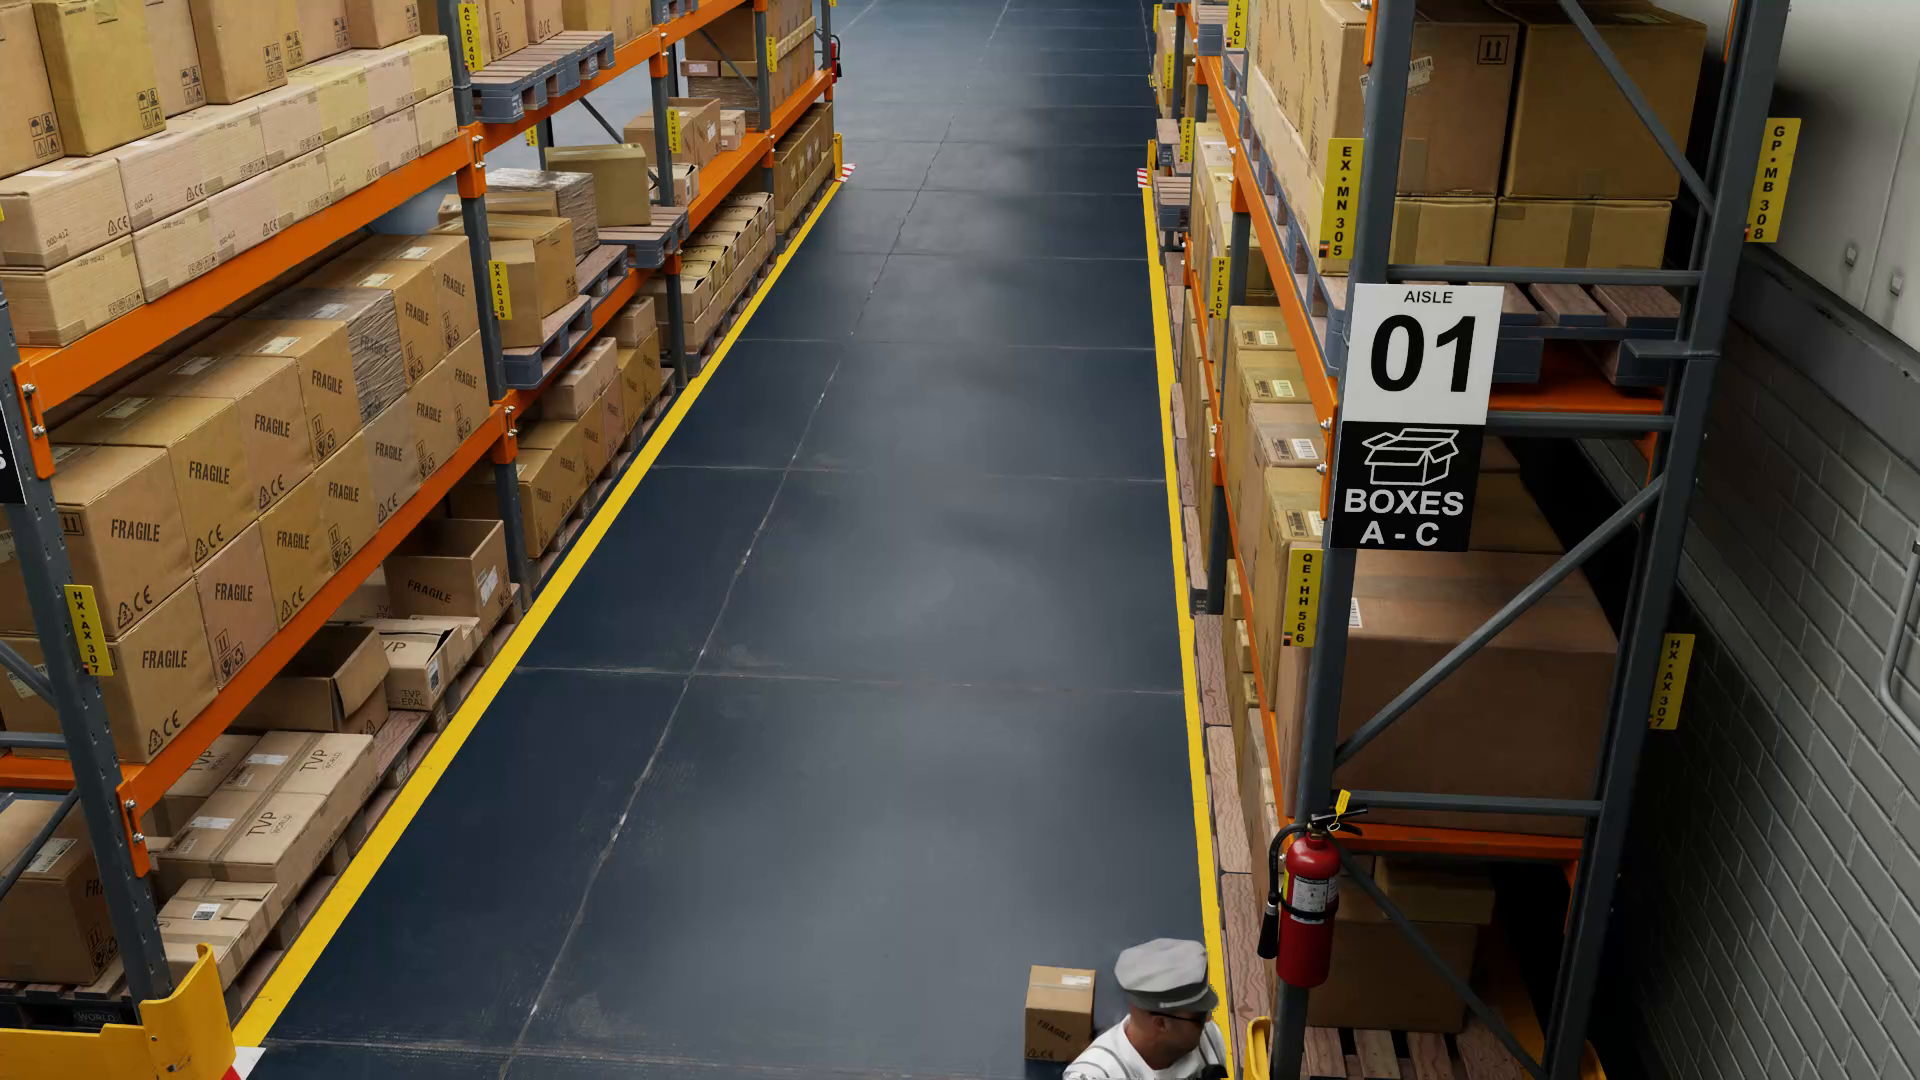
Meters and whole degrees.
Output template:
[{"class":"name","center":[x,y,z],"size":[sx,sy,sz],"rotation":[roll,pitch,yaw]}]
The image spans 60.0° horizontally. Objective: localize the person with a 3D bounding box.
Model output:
[{"class":"person","center":[0.519,1.900,4.448],"size":[0.552,1.843,0.502],"rotation":[-13,27,-26]}]
